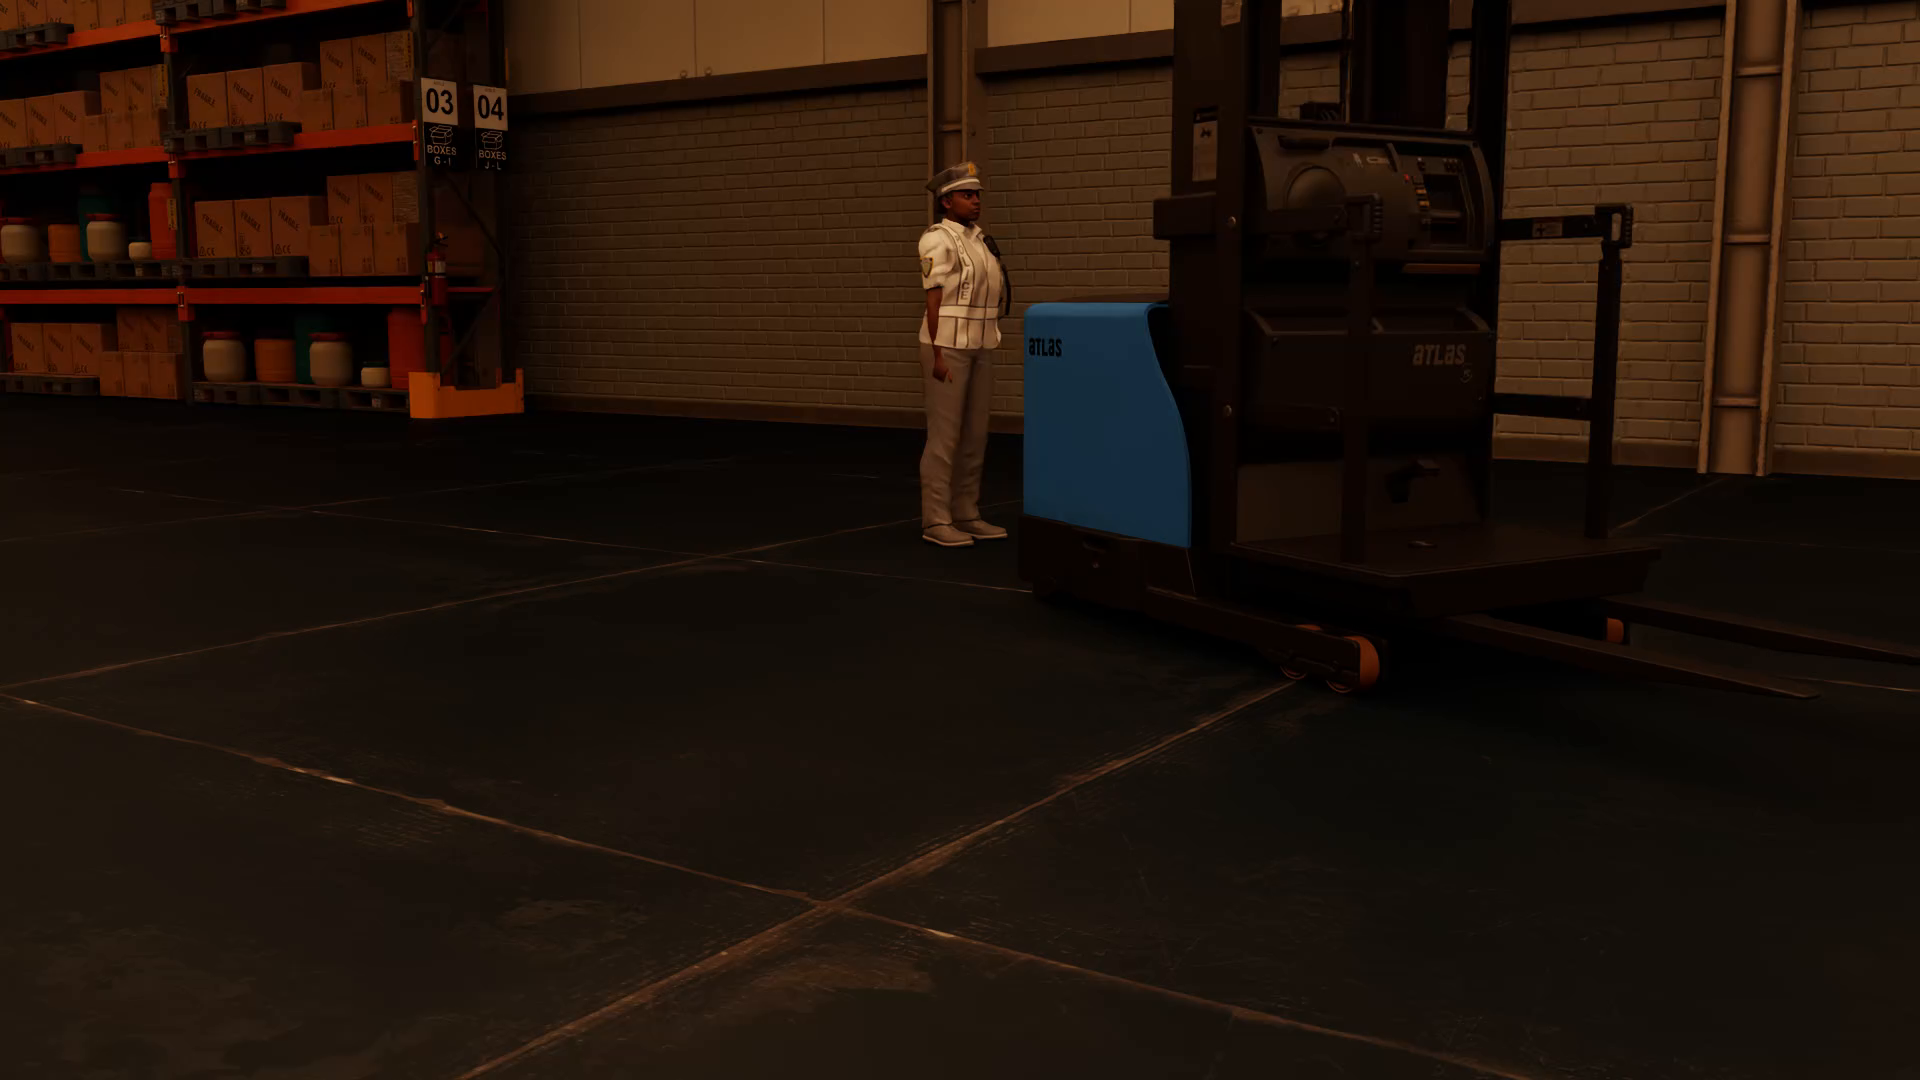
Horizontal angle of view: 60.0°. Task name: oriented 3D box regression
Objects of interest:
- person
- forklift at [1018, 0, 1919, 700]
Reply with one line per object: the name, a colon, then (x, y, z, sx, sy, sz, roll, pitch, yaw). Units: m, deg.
person: (0.006, -0.834, 7.476, 0.348, 1.694, 0.451, 5, 10, 34)
forklift: (1.379, -1.097, 4.906, 1.130, 2.935, 3.031, -5, 9, -29)
